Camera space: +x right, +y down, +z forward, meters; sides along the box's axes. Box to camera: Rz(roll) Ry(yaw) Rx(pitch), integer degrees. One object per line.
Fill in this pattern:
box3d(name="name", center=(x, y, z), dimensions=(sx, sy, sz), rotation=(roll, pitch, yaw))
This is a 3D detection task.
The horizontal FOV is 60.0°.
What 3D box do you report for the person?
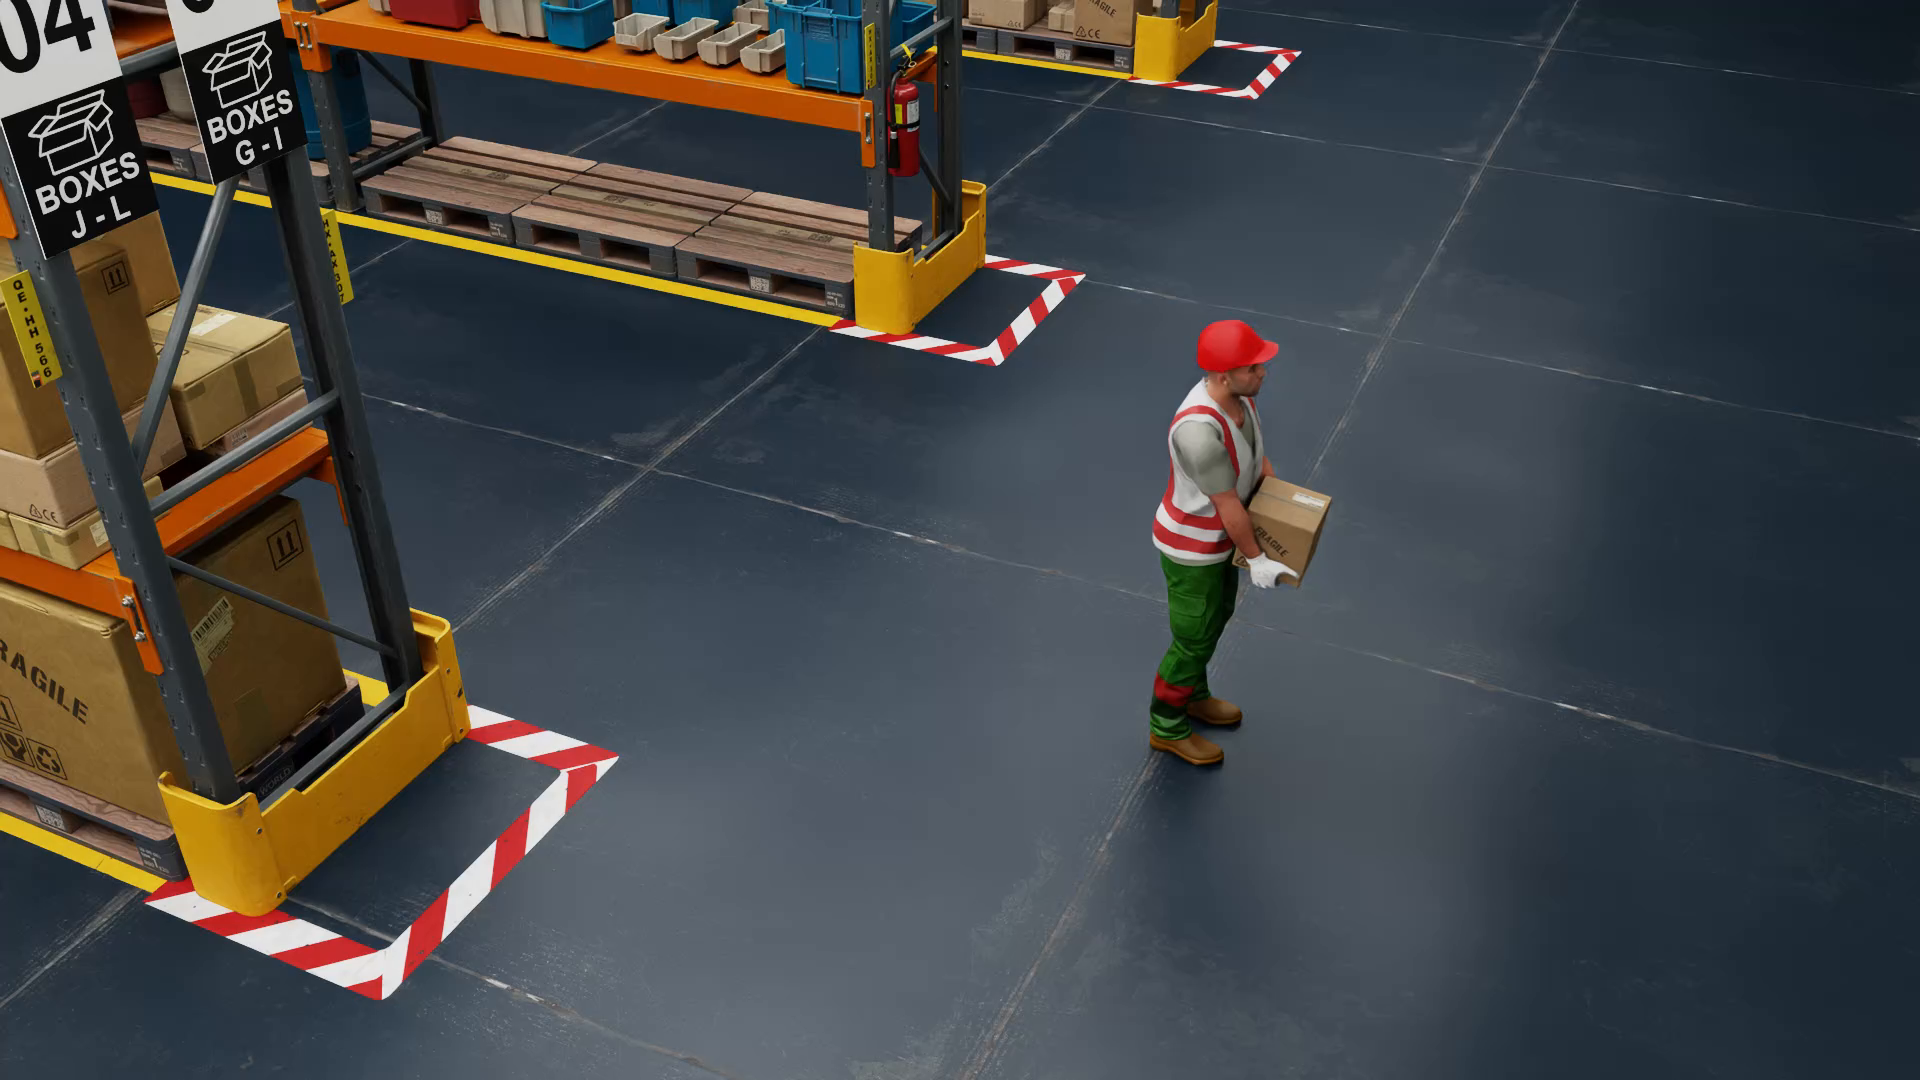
box3d(name="person", center=(0.998, 0.025, 6.083), dimensions=(0.566, 1.785, 0.495), rotation=(14, 36, 20))
